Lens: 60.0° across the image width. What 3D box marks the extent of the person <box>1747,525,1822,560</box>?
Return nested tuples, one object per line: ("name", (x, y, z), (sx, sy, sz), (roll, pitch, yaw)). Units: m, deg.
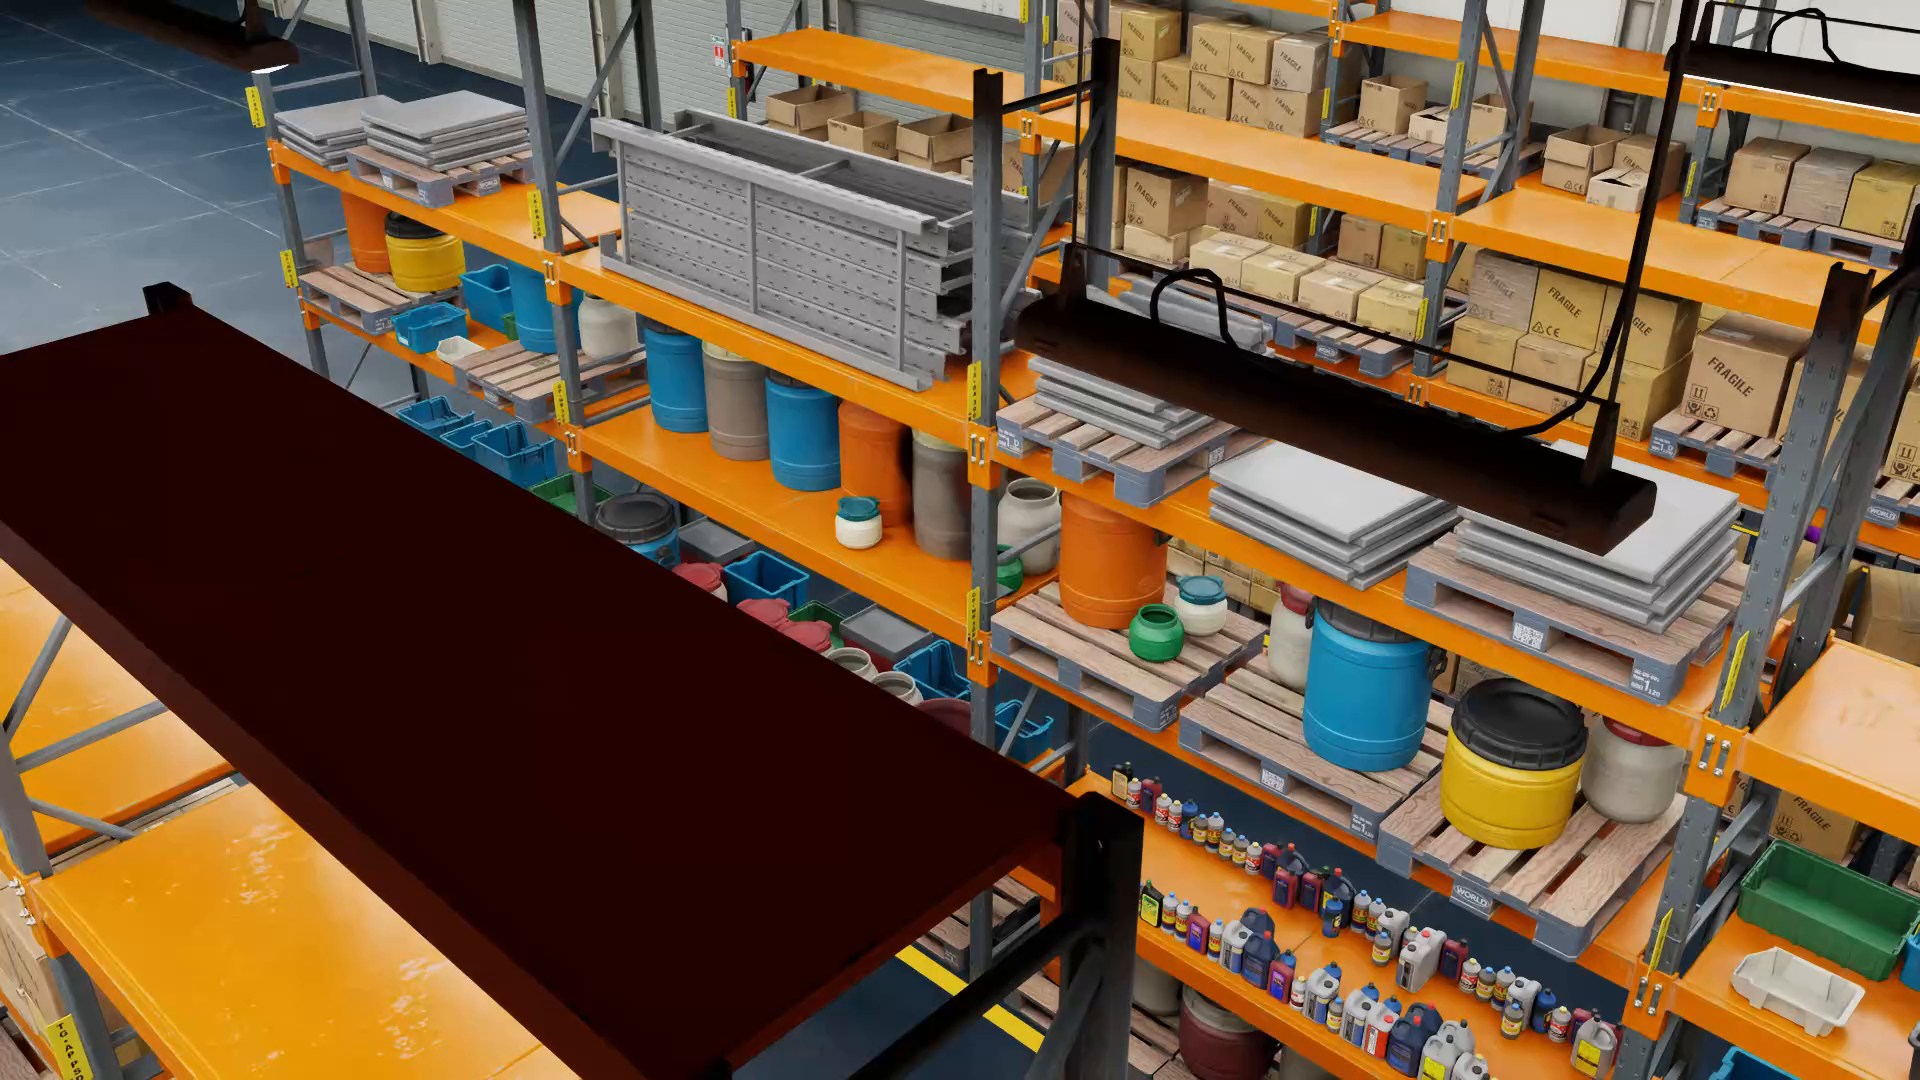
("person", (7.008, 0.216, 14.092), (0.999, 1.727, 0.506), (23, 37, 35))
